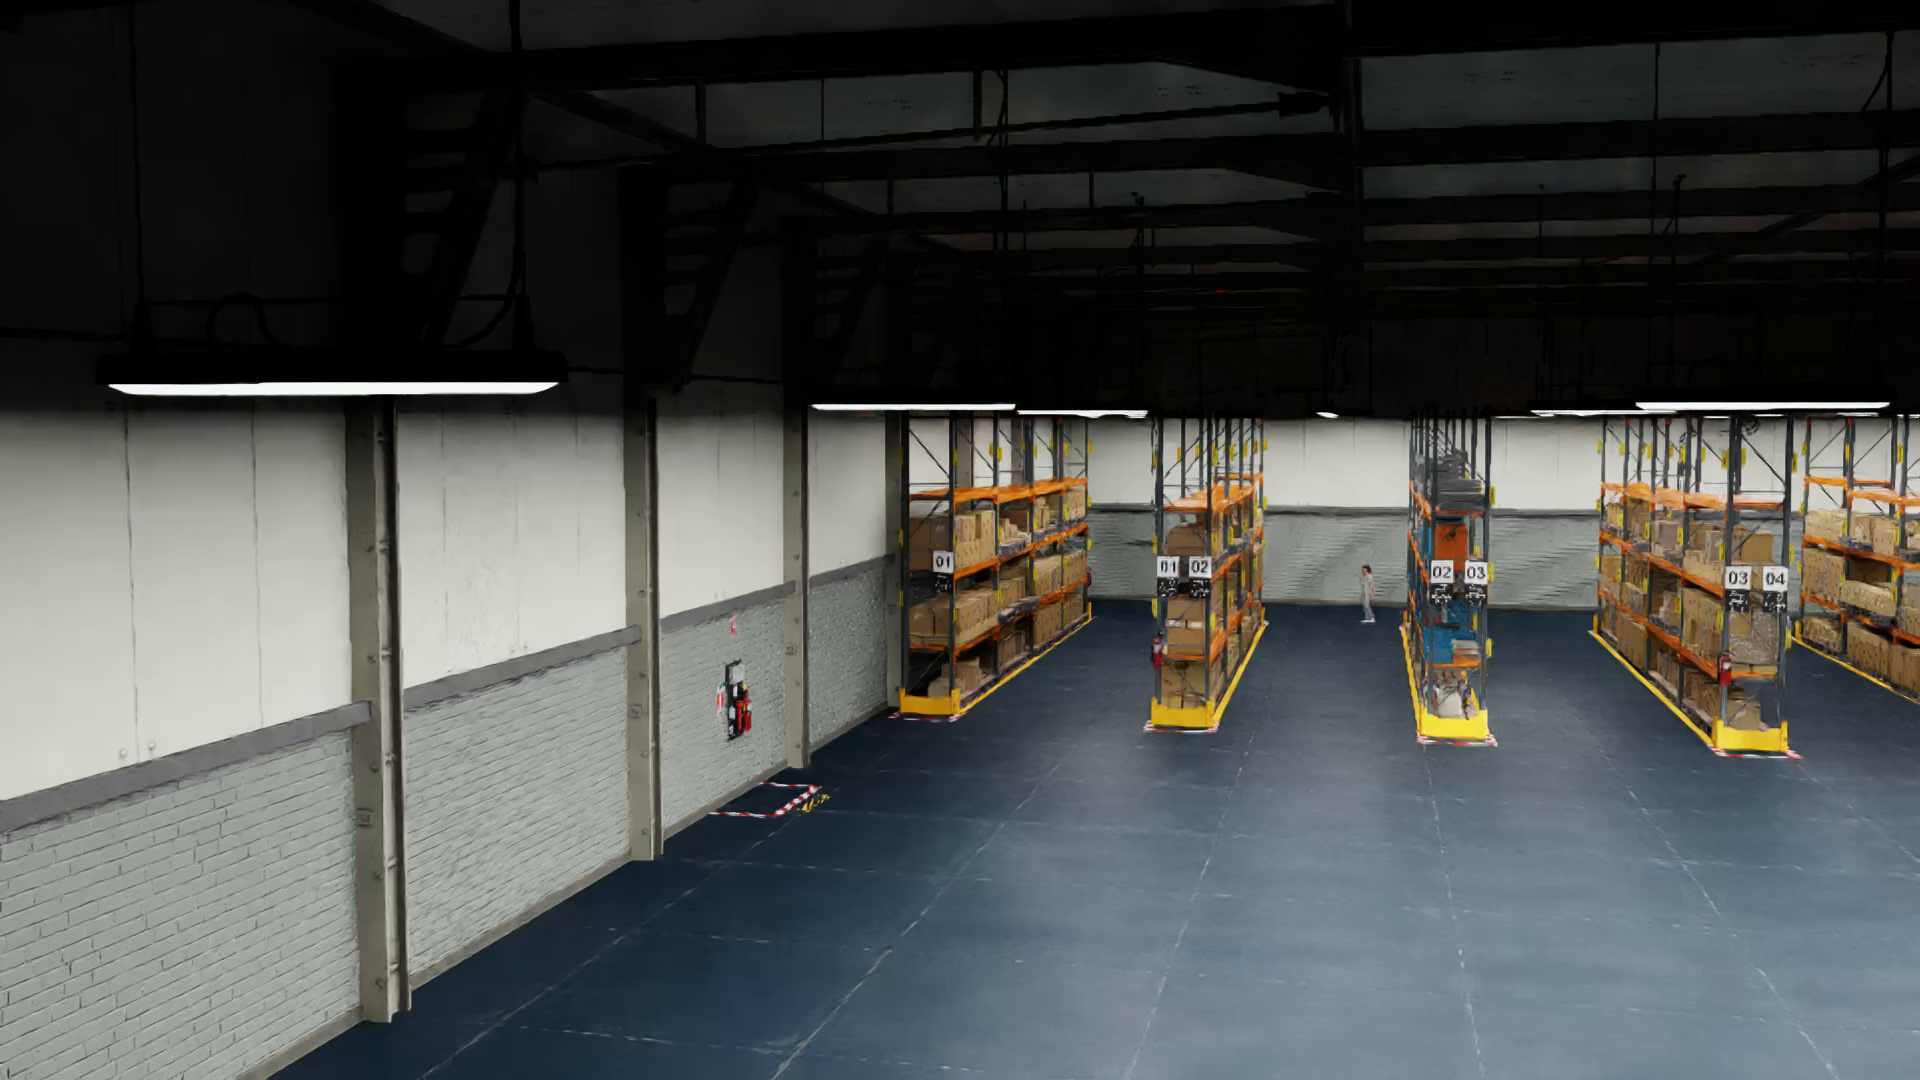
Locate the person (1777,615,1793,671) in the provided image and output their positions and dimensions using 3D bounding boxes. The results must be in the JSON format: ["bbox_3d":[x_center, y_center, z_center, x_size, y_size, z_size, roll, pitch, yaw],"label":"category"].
[{"bbox_3d":[18.171,2.212,37.032,0.677,1.726,0.574,1,4,12],"label":"person"}]

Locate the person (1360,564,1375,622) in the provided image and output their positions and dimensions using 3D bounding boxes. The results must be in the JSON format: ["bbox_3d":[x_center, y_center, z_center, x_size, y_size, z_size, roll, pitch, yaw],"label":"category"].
[{"bbox_3d":[11.554,1.503,47.100,0.386,1.666,0.563,-1,4,-17],"label":"person"}]
